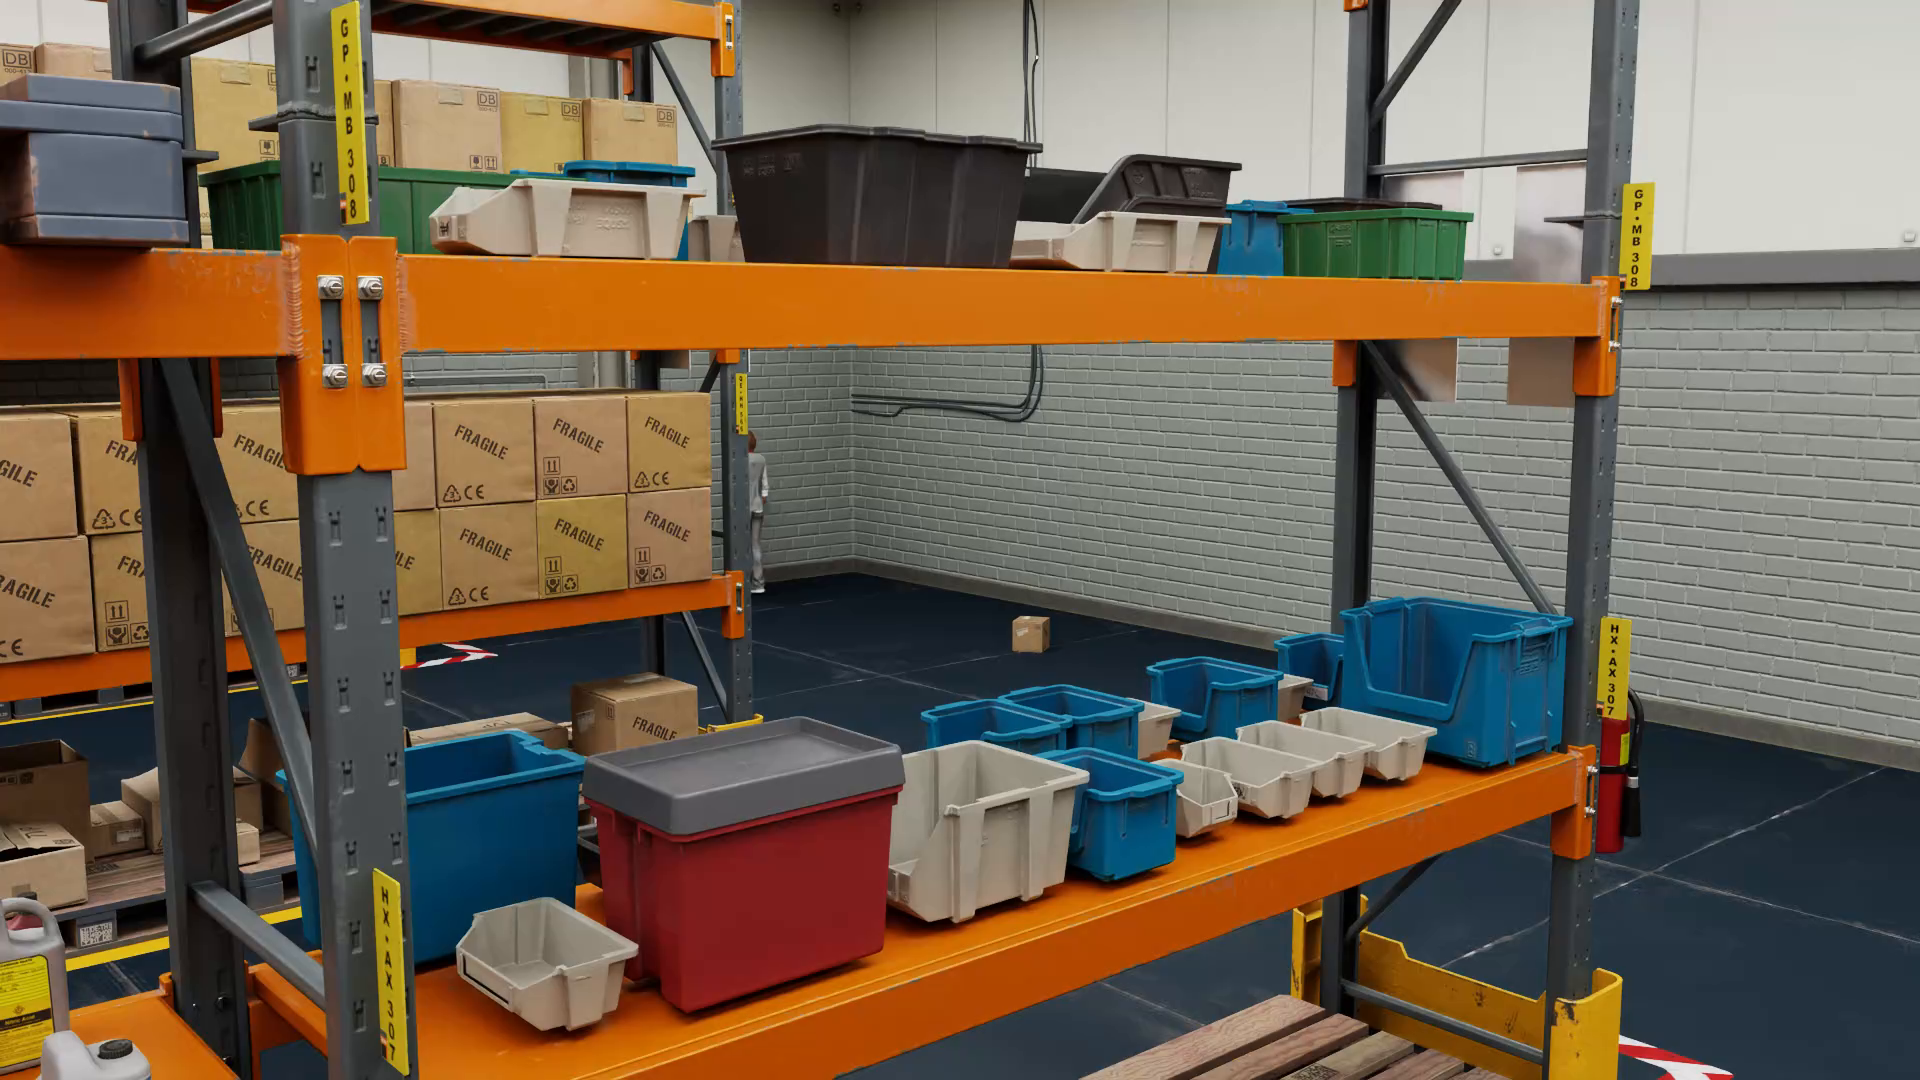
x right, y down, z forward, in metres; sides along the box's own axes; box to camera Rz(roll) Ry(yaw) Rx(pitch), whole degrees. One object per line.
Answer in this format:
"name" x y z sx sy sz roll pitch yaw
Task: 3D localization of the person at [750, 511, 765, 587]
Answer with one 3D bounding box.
"person" -2.082 0.015 16.194 0.354 0.875 0.380 -7 10 -42
